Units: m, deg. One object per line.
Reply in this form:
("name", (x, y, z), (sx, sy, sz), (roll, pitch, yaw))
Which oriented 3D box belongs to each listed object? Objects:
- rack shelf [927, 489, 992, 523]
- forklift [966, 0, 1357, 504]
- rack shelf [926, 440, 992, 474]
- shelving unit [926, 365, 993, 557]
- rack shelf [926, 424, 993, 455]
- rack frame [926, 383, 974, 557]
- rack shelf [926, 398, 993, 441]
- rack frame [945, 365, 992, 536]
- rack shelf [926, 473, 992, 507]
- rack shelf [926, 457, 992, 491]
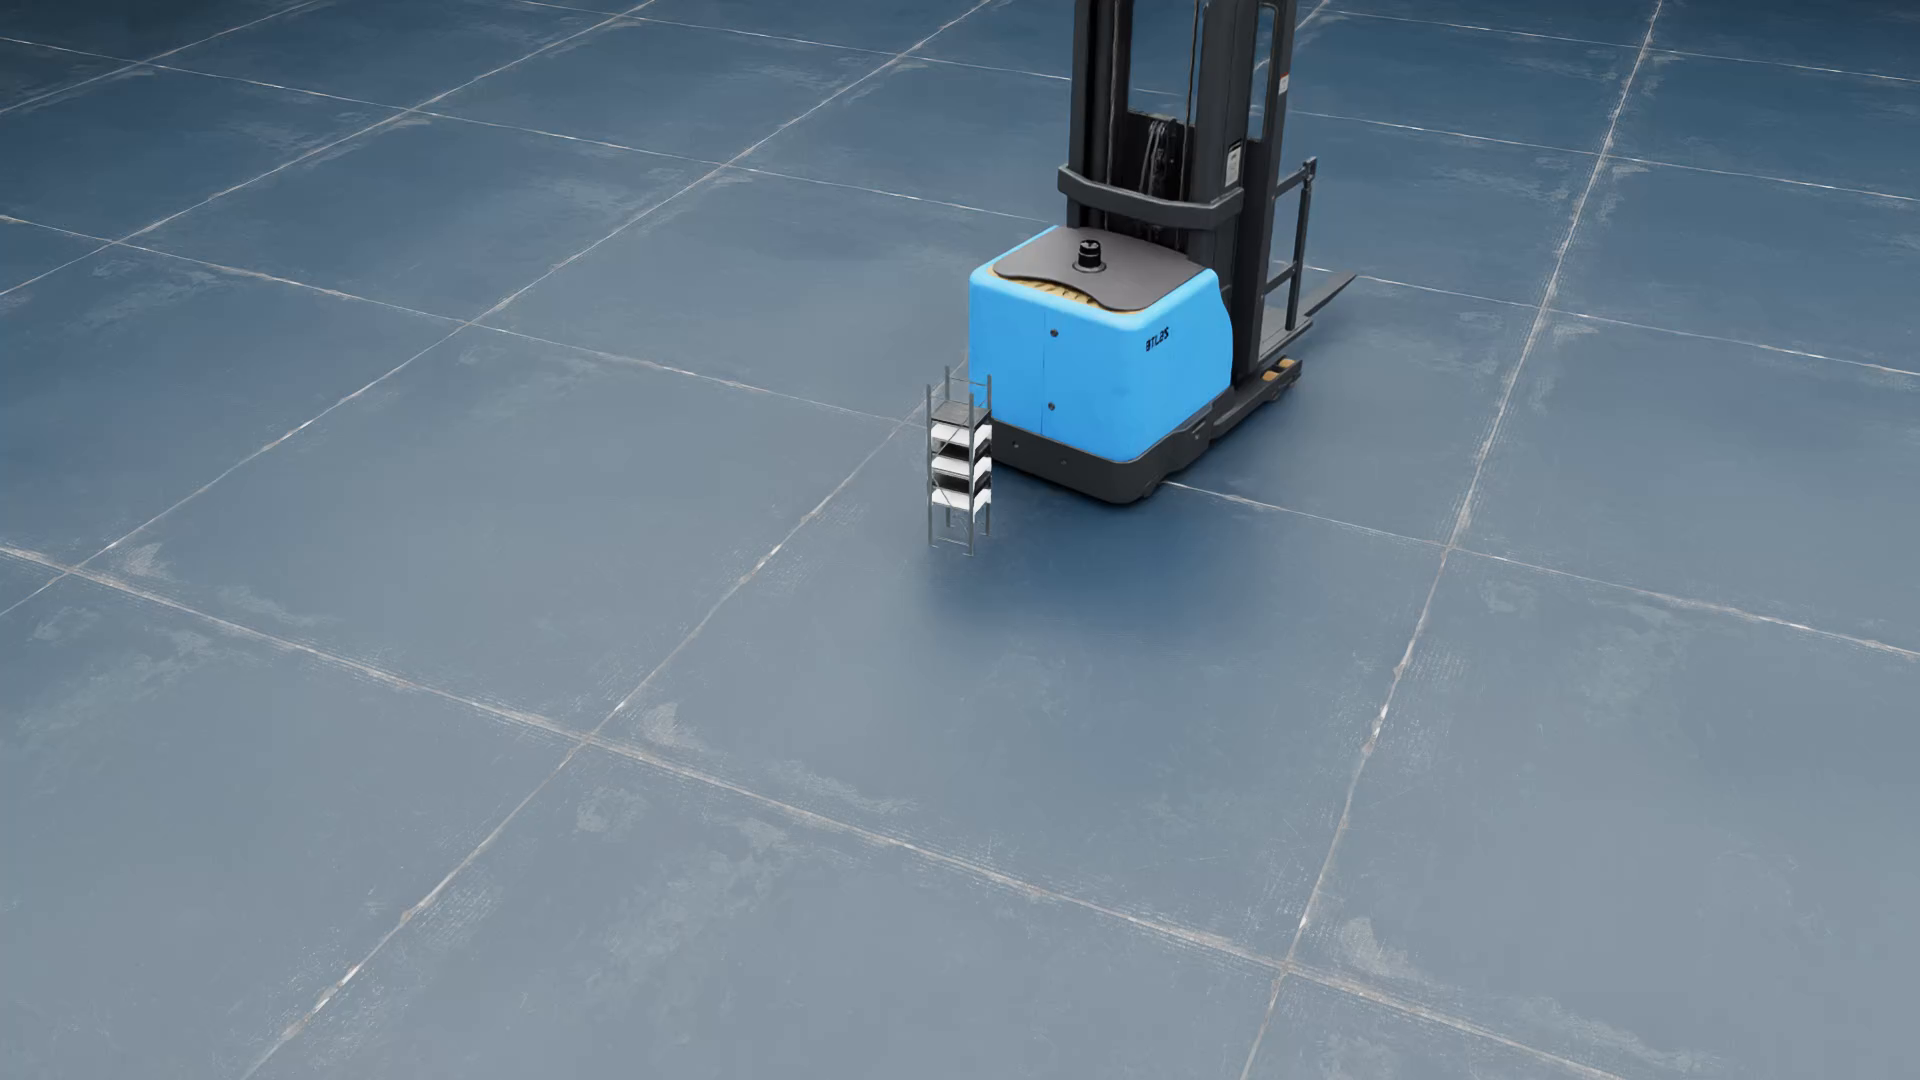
("rack shelf", (-0.003, -0.194, 8.114), (0.258, 0.077, 0.200), (14, 36, 20))
("forklift", (1.314, -2.163, 8.875), (1.130, 2.935, 3.031), (22, 39, 30))
("rack shelf", (-0.003, -0.420, 7.966), (0.258, 0.077, 0.200), (14, 36, 20))
("shelving unit", (-0.003, -0.372, 7.997), (0.258, 0.900, 0.210), (14, 36, 20))
("rack shelf", (-0.003, -0.495, 7.917), (0.258, 0.077, 0.200), (14, 36, 20))
("rack frame", (-0.046, -0.322, 7.920), (0.240, 0.900, 0.006), (14, 36, 20))
("rack shelf", (-0.003, -0.570, 7.867), (0.258, 0.077, 0.200), (14, 36, 20))
("rack frame", (0.039, -0.423, 8.074), (0.240, 0.900, 0.006), (14, 36, 20))
("rack shelf", (-0.003, -0.269, 8.065), (0.258, 0.077, 0.200), (14, 36, 20))
("rack shelf", (-0.003, -0.344, 8.015), (0.258, 0.077, 0.200), (14, 36, 20))
